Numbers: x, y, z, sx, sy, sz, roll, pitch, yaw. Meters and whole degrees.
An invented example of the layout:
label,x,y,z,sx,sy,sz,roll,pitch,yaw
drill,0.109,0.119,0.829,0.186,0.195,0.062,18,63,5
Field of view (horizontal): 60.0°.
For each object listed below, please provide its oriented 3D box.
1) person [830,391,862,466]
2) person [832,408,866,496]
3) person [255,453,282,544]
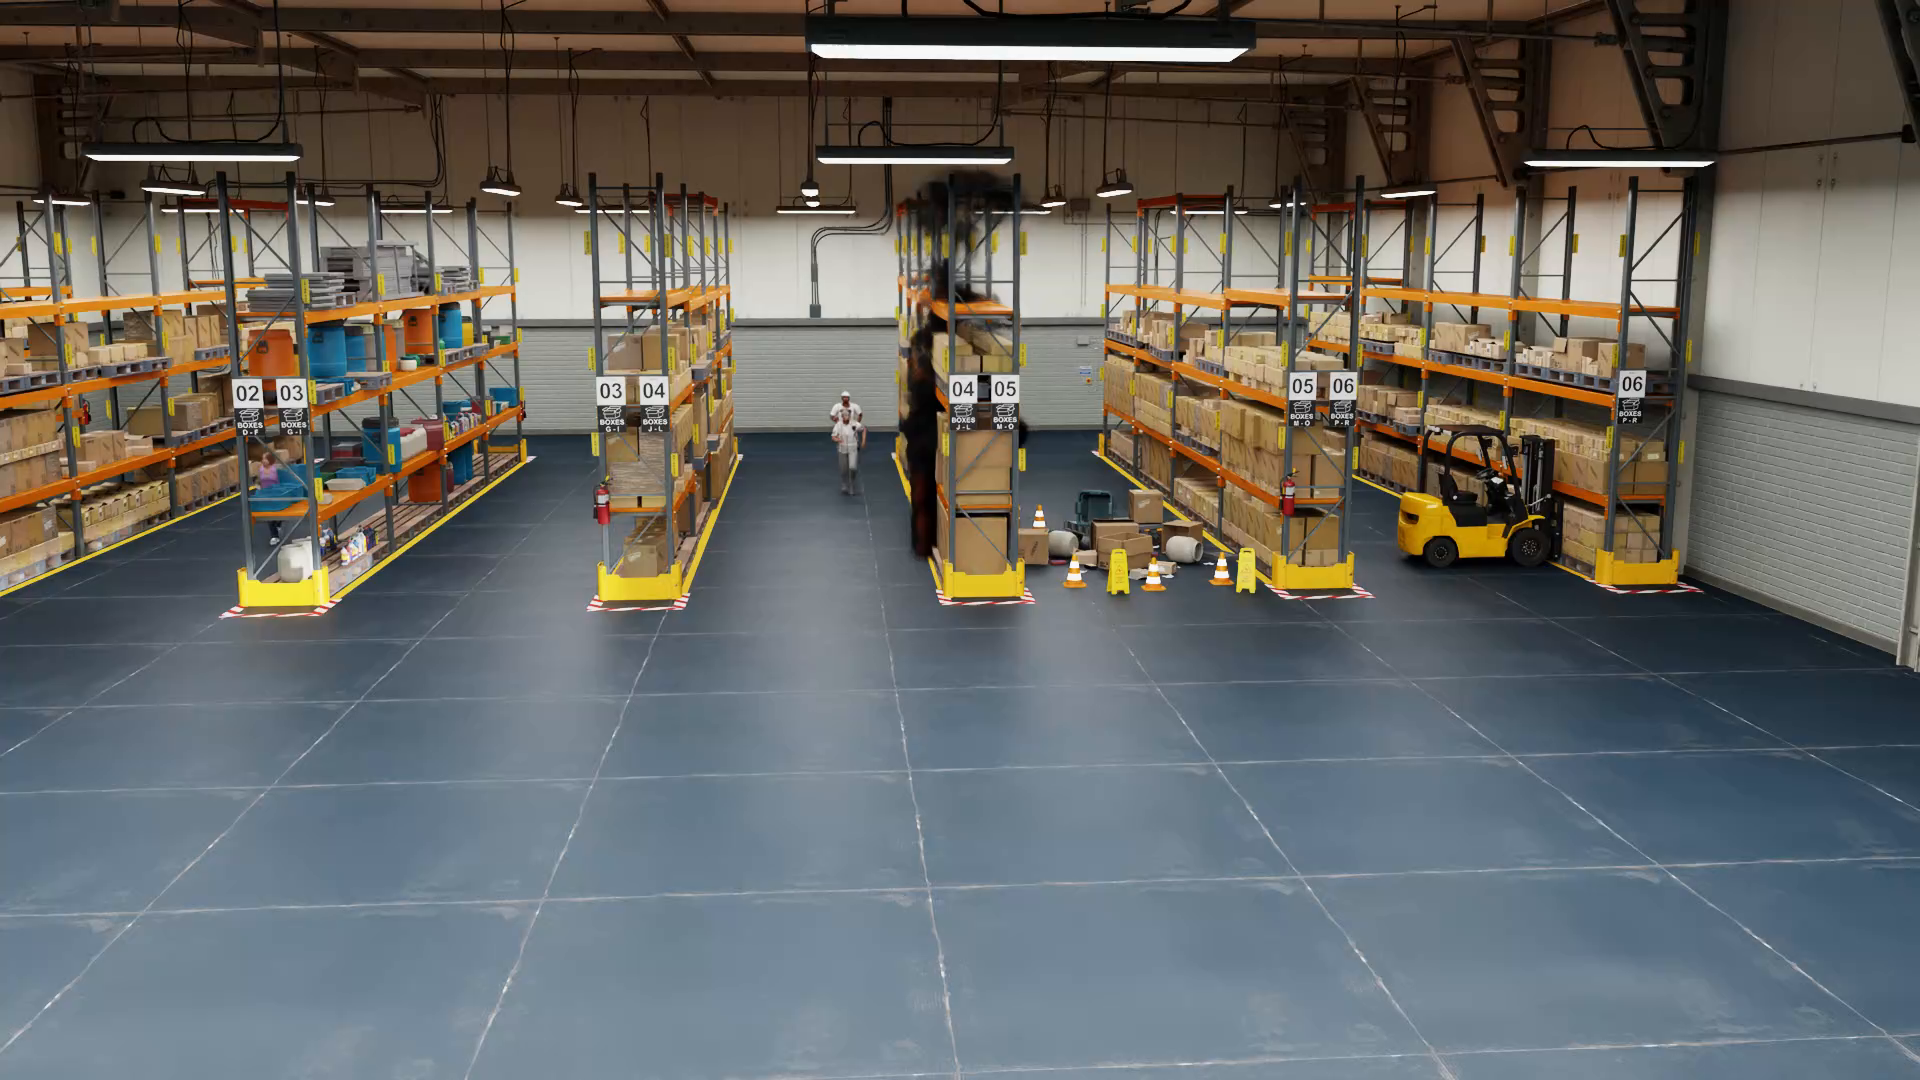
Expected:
label,x,y,z,sx,sy,sz,roll,pitch,yaw
person,-2.615,-2.528,38.031,0.736,1.737,0.644,0,10,1
person,-2.262,-1.793,33.797,0.676,1.799,0.879,0,10,2
person,-11.696,-0.706,28.259,0.545,1.564,0.490,-1,10,-5
